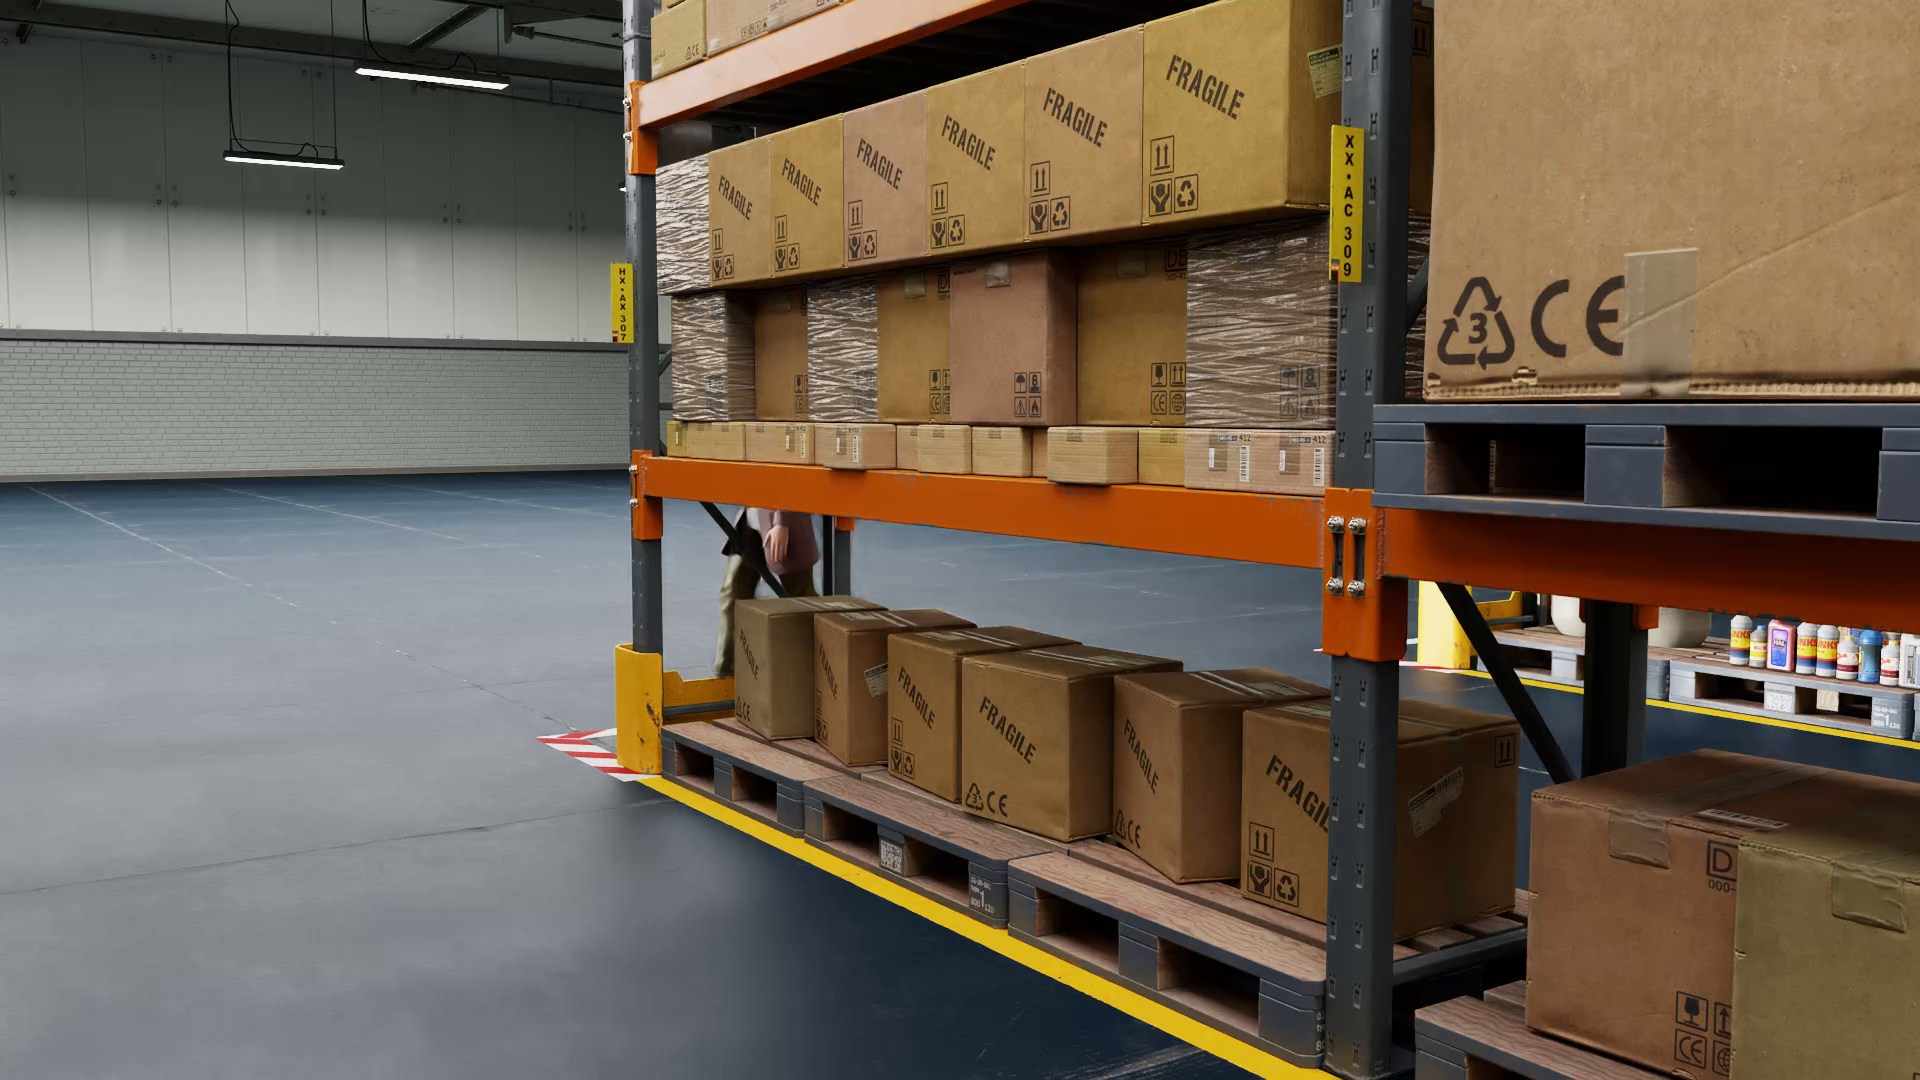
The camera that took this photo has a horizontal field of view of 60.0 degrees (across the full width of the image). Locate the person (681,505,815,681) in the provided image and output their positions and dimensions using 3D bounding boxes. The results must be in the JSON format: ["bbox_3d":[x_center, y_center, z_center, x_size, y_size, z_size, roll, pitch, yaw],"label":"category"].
[{"bbox_3d":[-1.050,-0.075,8.628,0.965,1.745,0.609,-4,6,-43],"label":"person"}]
